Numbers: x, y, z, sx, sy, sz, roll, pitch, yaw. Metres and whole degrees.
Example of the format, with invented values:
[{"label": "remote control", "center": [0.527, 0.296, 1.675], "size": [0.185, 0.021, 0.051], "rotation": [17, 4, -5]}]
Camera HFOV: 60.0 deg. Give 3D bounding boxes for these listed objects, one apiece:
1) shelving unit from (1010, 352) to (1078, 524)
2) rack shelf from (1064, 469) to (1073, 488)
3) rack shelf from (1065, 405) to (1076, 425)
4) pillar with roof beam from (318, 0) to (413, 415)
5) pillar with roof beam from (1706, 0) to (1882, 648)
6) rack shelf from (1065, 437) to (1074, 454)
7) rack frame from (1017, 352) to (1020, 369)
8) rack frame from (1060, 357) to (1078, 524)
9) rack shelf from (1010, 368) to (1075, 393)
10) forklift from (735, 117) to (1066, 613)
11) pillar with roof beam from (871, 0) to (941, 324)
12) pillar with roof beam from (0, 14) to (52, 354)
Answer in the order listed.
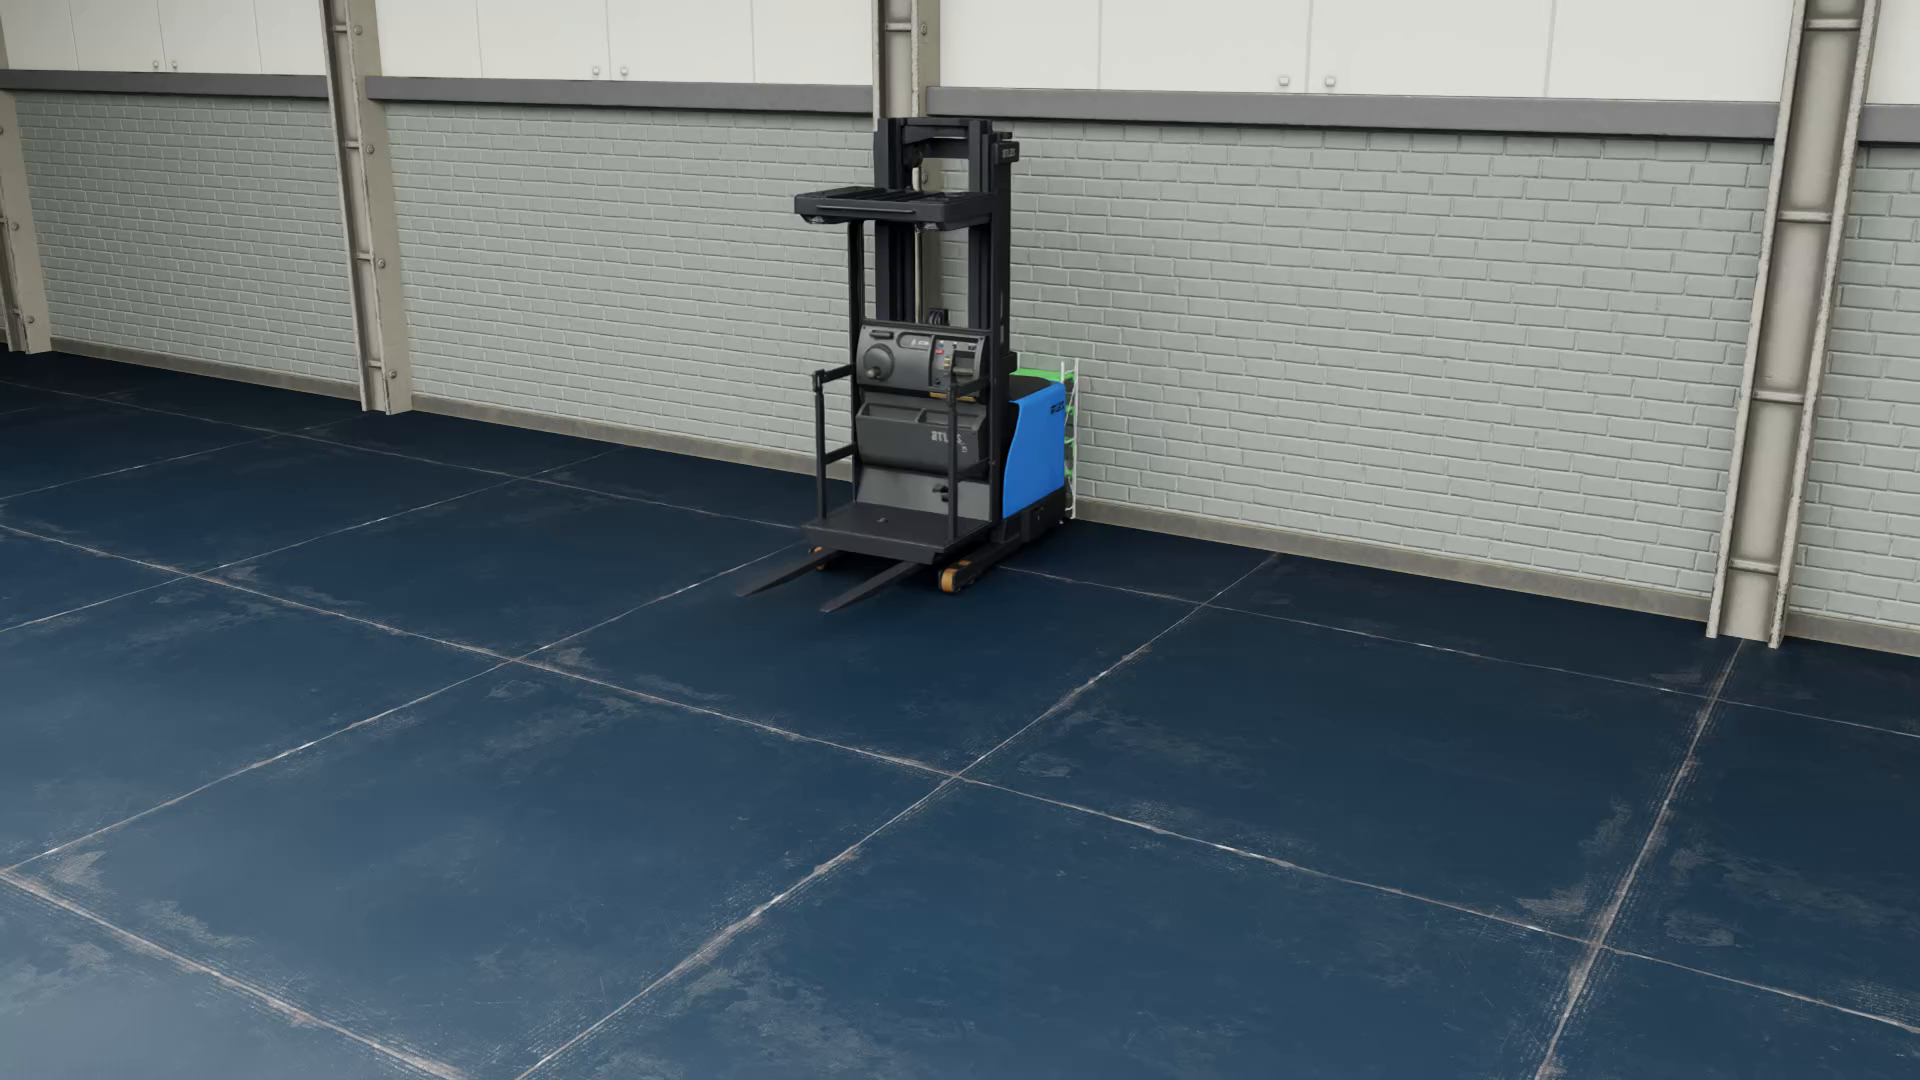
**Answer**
[{"label": "shelving unit", "center": [0.583, -0.755, 12.269], "size": [0.503, 1.200, 0.258], "rotation": [9, 18, 30]}, {"label": "rack shelf", "center": [0.583, -0.462, 12.351], "size": [0.480, 0.148, 0.258], "rotation": [9, 18, 30]}, {"label": "rack shelf", "center": [0.584, -0.924, 12.222], "size": [0.480, 0.148, 0.258], "rotation": [9, 18, 30]}, {"label": "pillar with roof beam", "center": [-7.755, -4.494, 11.193], "size": [0.400, 9.000, 9.100], "rotation": [10, 20, 30]}, {"label": "pillar with roof beam", "center": [2.470, -2.669, 5.184], "size": [0.400, 9.000, 9.100], "rotation": [10, 20, 30]}, {"label": "rack shelf", "center": [0.583, -0.693, 12.286], "size": [0.480, 0.148, 0.258], "rotation": [9, 18, 30]}, {"label": "rack frame", "center": [0.374, -0.789, 12.390], "size": [0.015, 1.200, 0.240], "rotation": [9, 18, 30]}, {"label": "rack frame", "center": [0.793, -0.721, 12.148], "size": [0.015, 1.200, 0.240], "rotation": [9, 18, 30]}, {"label": "rack shelf", "center": [0.584, -1.156, 12.158], "size": [0.480, 0.148, 0.258], "rotation": [9, 18, 30]}, {"label": "forklift", "center": [-0.360, -1.203, 10.800], "size": [1.130, 2.935, 3.031], "rotation": [9, 19, 27]}, {"label": "pillar with roof beam", "center": [-2.642, -3.581, 8.189], "size": [0.400, 9.000, 9.100], "rotation": [10, 20, 30]}, {"label": "pillar with roof beam", "center": [-12.868, -5.407, 14.198], "size": [0.400, 9.000, 9.100], "rotation": [10, 20, 30]}]
